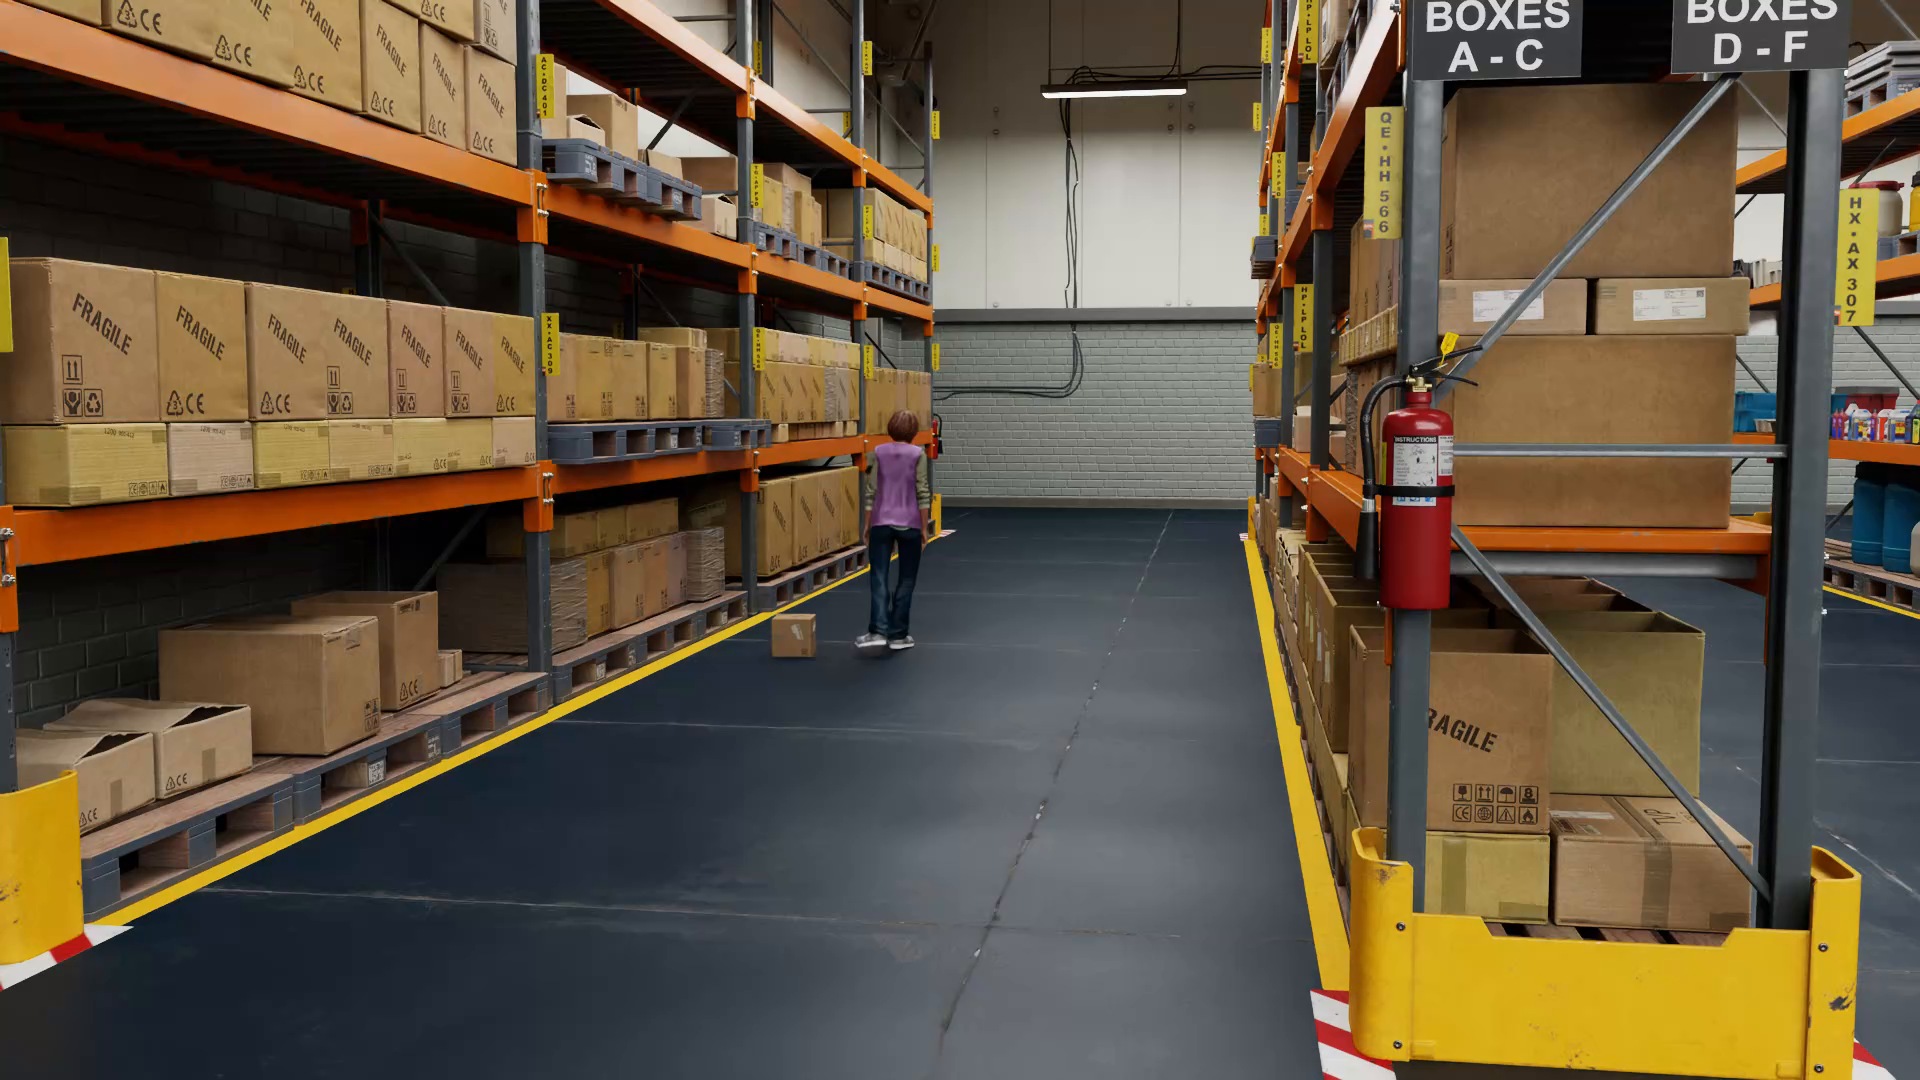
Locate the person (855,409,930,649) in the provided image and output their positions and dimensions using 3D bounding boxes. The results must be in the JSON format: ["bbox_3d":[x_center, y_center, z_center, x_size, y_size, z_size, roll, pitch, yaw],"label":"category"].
[{"bbox_3d":[-0.436,-0.060,10.869,0.475,1.583,0.512,1,5,7],"label":"person"}]
